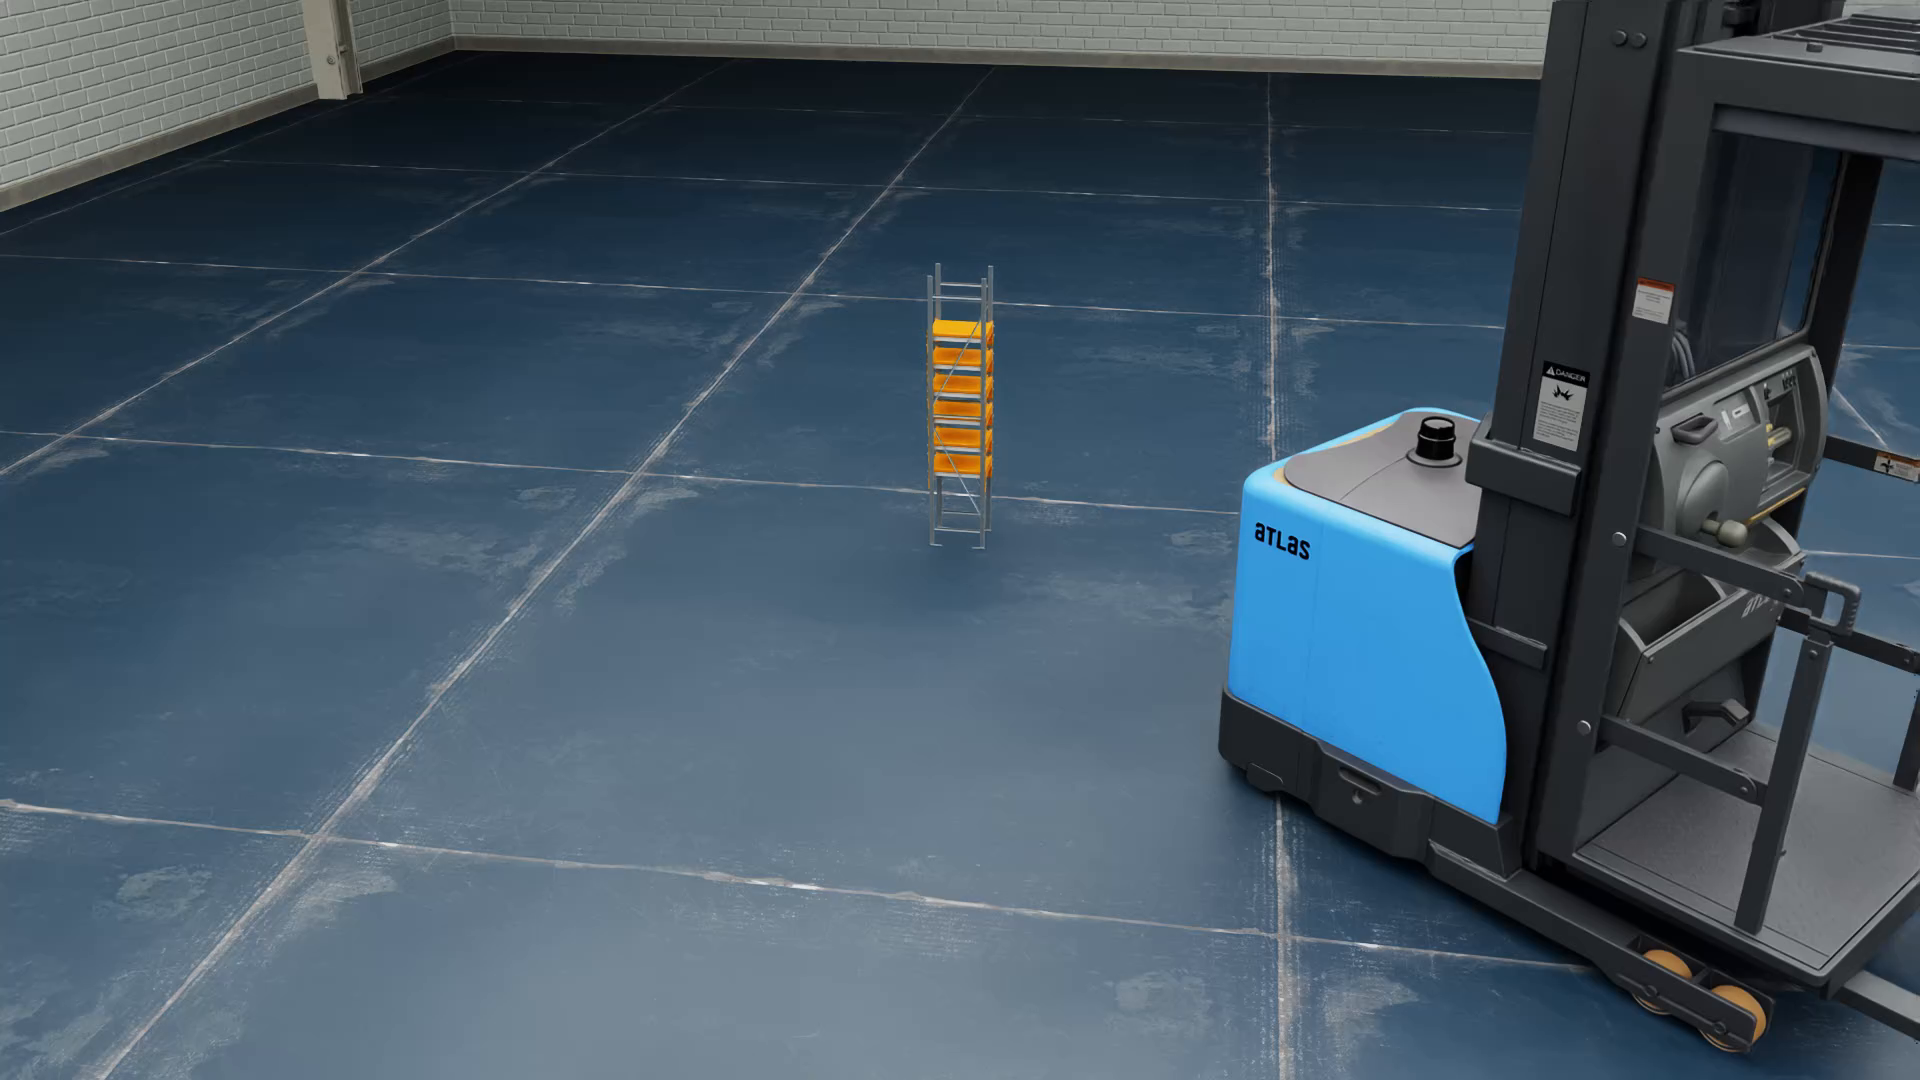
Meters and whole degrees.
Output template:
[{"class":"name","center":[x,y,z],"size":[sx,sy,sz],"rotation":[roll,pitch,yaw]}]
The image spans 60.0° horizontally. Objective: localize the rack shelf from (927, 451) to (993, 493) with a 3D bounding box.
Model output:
[{"class":"rack shelf","center":[0.002,-0.292,7.129],"size":[0.258,0.103,0.180],"rotation":[4,25,9]}]

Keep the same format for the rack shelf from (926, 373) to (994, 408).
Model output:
[{"class":"rack shelf","center":[0.002,-0.618,6.977],"size":[0.258,0.103,0.180],"rotation":[4,25,9]}]

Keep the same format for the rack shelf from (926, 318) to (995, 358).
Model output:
[{"class":"rack shelf","center":[0.002,-0.835,6.875],"size":[0.258,0.103,0.180],"rotation":[4,25,9]}]

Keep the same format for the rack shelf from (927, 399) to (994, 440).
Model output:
[{"class":"rack shelf","center":[0.002,-0.509,7.027],"size":[0.258,0.103,0.180],"rotation":[4,25,9]}]

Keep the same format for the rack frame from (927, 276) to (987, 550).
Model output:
[{"class":"rack frame","center":[-0.013,-0.511,6.927],"size":[0.240,1.200,0.006],"rotation":[4,25,9]}]

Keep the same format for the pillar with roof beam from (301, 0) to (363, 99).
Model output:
[{"class":"pillar with roof beam","center":[-2.056,-8.296,14.360],"size":[9.100,9.000,0.400],"rotation":[4,25,9]}]

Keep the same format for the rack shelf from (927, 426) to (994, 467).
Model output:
[{"class":"rack shelf","center":[0.002,-0.401,7.078],"size":[0.258,0.103,0.180],"rotation":[4,25,9]}]

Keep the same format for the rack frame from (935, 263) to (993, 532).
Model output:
[{"class":"rack frame","center":[0.017,-0.588,7.090],"size":[0.240,1.200,0.006],"rotation":[4,25,9]}]

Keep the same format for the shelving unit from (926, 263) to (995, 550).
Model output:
[{"class":"shelving unit","center":[0.002,-0.549,7.009],"size":[0.258,1.200,0.189],"rotation":[4,25,9]}]

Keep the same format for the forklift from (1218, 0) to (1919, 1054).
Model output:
[{"class":"forklift","center":[2.216,-0.227,4.277],"size":[1.130,2.935,3.031],"rotation":[-20,32,-37]}]

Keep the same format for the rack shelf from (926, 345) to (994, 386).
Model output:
[{"class":"rack shelf","center":[0.002,-0.727,6.926],"size":[0.258,0.103,0.180],"rotation":[4,25,9]}]
